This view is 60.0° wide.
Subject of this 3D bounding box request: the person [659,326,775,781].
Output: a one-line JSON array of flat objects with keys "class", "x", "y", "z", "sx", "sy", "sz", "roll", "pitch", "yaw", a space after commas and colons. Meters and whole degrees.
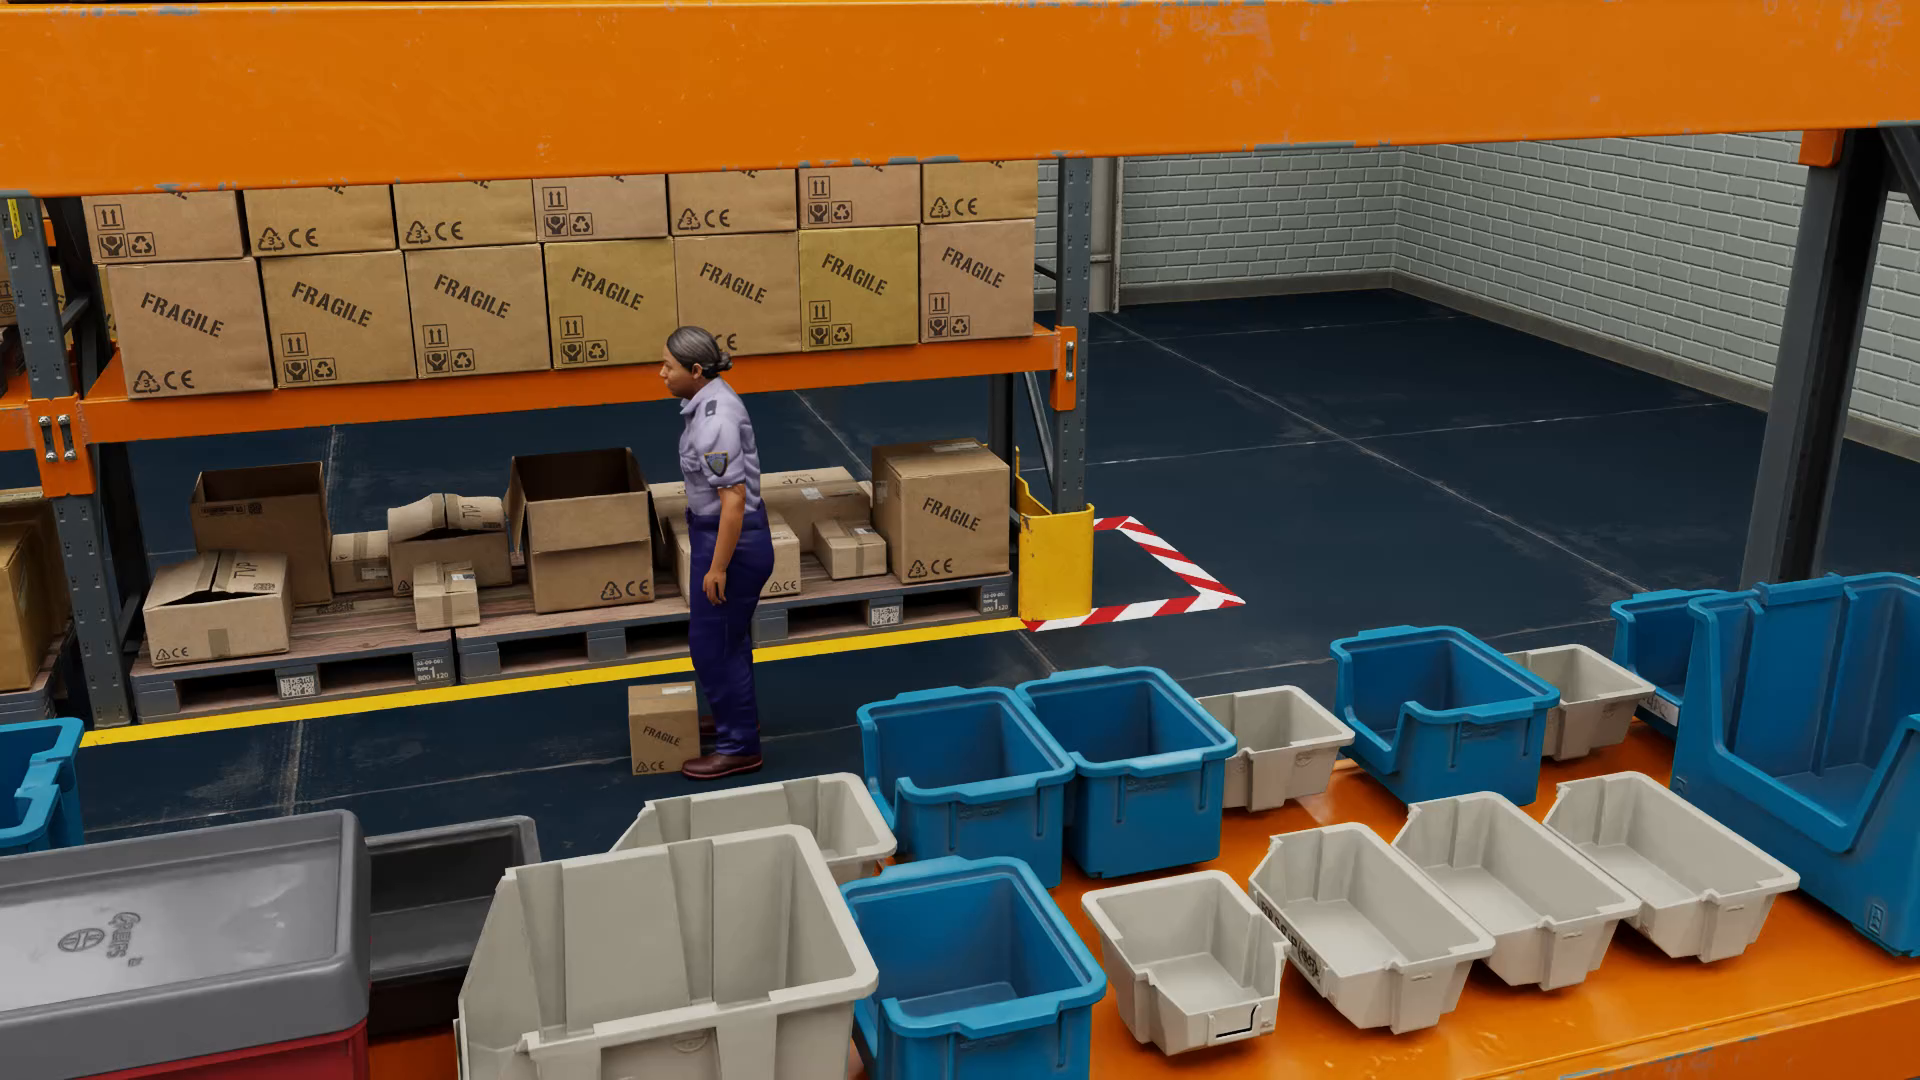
[{"class": "person", "x": -0.879, "y": 0.032, "z": 5.990, "sx": 0.338, "sy": 1.651, "sz": 0.562, "roll": -3, "pitch": 20, "yaw": -9}]
